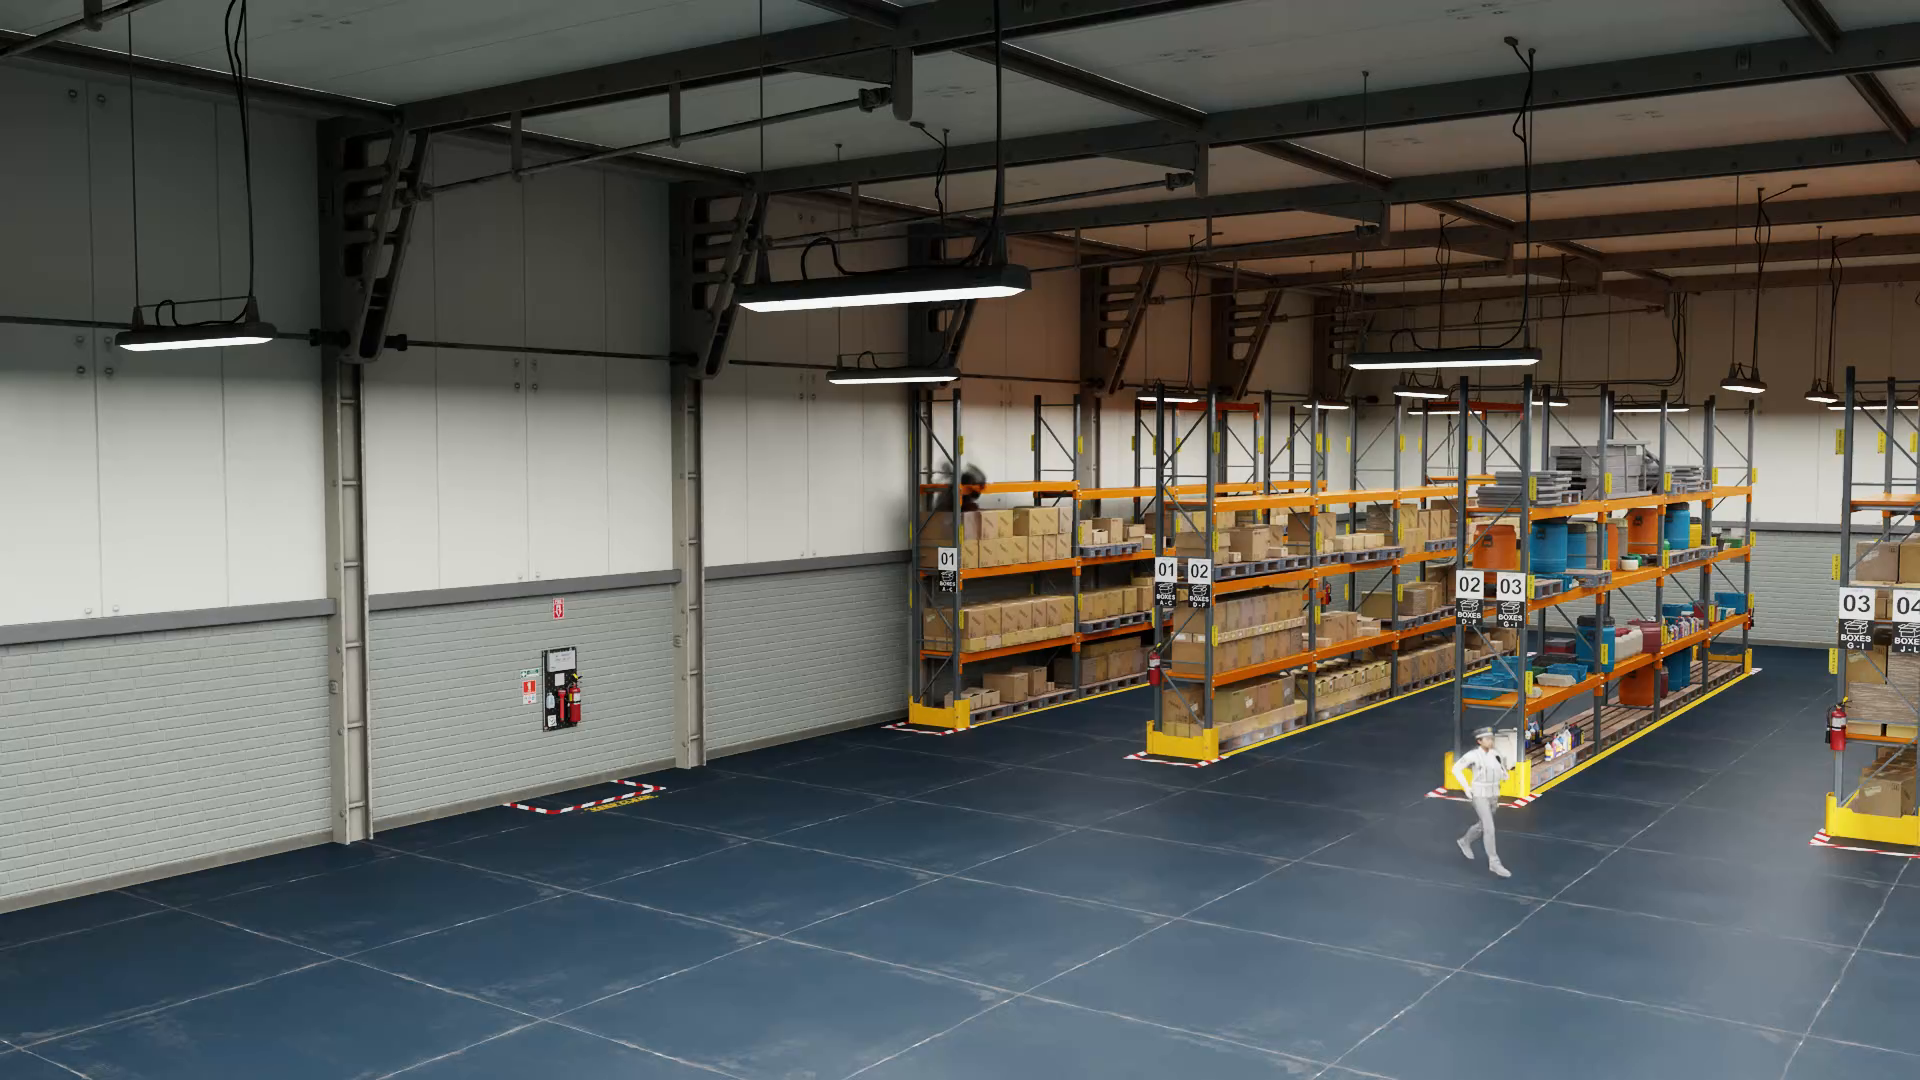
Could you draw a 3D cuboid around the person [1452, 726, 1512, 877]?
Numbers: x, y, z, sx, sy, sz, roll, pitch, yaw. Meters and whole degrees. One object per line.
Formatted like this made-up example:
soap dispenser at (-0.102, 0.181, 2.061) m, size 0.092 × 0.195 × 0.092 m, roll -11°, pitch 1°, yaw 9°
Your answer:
person at (6.161, 3.018, 19.523) m, size 0.610 × 1.684 × 0.919 m, roll -2°, pitch 4°, yaw -28°
